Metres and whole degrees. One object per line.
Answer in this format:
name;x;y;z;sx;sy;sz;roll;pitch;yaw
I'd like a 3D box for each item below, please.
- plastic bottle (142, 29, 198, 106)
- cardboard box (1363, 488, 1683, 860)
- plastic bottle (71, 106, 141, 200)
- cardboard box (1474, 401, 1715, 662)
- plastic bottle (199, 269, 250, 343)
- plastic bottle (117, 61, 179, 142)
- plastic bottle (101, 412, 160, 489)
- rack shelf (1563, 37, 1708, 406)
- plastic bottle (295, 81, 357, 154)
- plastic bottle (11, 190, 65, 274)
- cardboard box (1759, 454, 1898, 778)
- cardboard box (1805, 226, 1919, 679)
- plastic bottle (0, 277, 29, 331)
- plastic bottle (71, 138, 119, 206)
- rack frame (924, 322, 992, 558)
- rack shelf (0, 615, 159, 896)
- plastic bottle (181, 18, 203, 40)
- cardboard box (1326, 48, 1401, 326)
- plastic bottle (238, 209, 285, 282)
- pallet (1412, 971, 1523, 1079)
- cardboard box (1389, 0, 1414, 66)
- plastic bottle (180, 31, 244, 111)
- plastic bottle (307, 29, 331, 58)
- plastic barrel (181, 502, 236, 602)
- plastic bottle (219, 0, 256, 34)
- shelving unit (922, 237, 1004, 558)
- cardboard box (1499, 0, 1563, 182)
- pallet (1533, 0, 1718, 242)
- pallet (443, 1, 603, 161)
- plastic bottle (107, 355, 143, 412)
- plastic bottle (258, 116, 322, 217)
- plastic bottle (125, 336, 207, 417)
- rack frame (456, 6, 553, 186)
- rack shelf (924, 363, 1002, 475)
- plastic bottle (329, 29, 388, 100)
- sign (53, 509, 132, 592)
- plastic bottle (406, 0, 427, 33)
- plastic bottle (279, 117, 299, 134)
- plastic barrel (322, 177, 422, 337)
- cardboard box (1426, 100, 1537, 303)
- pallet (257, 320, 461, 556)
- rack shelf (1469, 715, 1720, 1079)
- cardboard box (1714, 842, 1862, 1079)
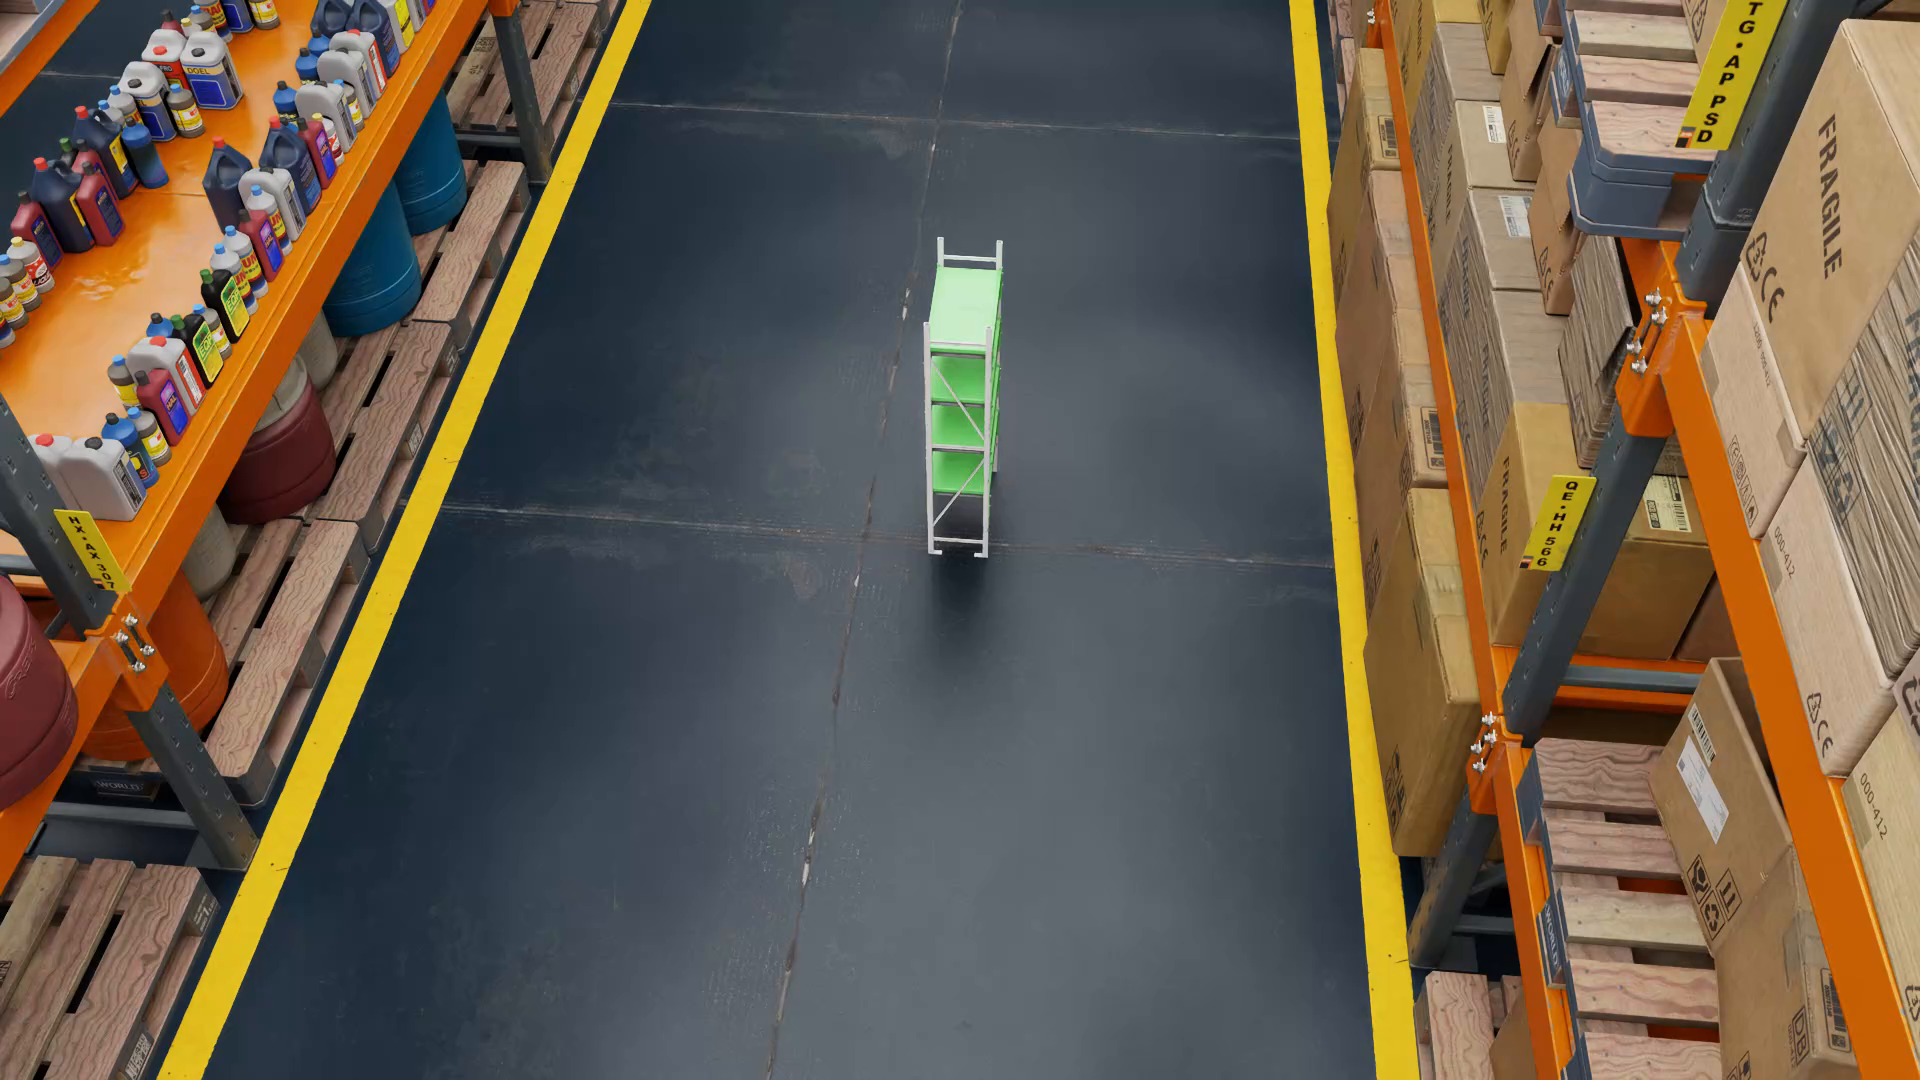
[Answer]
plastic bottle;-3.088;-1.847;6.517;0.152;0.276;0.135;4;48;4
cardboard box;2.069;0.458;5.480;1.225;0.875;0.875;2;48;2
plastic bottle;-3.146;-1.442;6.095;0.144;0.351;0.185;4;48;4
cardboard box;1.784;-0.025;4.698;0.500;0.500;0.500;5;48;5
plastic bottle;-2.465;-0.807;5.560;0.061;0.283;0.133;4;48;4
plastic bottle;-3.109;-1.677;6.361;0.152;0.276;0.135;4;48;4
plastic bottle;-2.548;-0.281;5.087;0.097;0.271;0.097;0;48;0
rack shelf;2.168;-1.851;4.891;1.077;0.370;4.000;4;48;4
plastic bottle;-2.409;-1.623;6.311;0.152;0.276;0.135;4;48;4
plastic bottle;-3.231;-1.071;5.802;0.061;0.283;0.133;4;48;4
cardboard box;1.642;0.132;2.691;0.500;0.250;0.500;5;48;4
cardboard box;1.637;-0.126;2.419;0.500;0.500;0.500;4;48;4
plastic bottle;-3.241;-0.814;5.623;0.097;0.201;0.097;0;48;0
plastic bottle;-3.141;-1.301;6.012;0.061;0.283;0.133;4;48;4
rack frame;-0.007;-0.347;6.280;0.240;1.200;0.015;4;48;4
rack shelf;-3.129;1.768;3.614;1.077;0.370;4.000;4;48;4
plastic bottle;-3.093;-2.007;6.714;0.097;0.201;0.097;0;48;0
cardboard box;2.312;-1.504;7.274;1.225;0.875;0.875;4;48;4
plastic bottle;-2.435;-1.048;5.780;0.061;0.283;0.133;4;48;4
pallet;1.913;1.904;4.892;1.003;0.211;1.213;4;48;4
cardboard box;2.059;-2.264;6.746;0.500;0.500;0.500;4;48;4
plastic bottle;-2.937;-1.837;6.507;0.152;0.276;0.135;4;48;4
plastic bottle;-2.501;-1.885;6.554;0.097;0.271;0.097;0;48;0
plastic barrel;-2.957;-0.028;6.171;0.421;0.512;0.421;0;48;0
plastic bottle;-3.037;-2.259;6.893;0.152;0.276;0.135;4;48;4
shelving unit;0.015;-0.527;6.444;0.258;1.200;0.503;4;48;4
cardboard box;2.185;-1.492;5.360;0.797;0.503;0.637;5;48;5
pallet;1.991;-1.037;3.787;1.213;0.211;1.003;6;48;5
pallet;-2.554;-2.486;8.907;1.003;0.211;1.213;4;48;4
plastic bottle;-2.669;-0.509;5.343;0.097;0.201;0.097;0;48;0
plastic bottle;-2.441;-1.361;6.021;0.144;0.351;0.185;4;48;4
plastic bottle;-2.543;-0.539;5.320;0.152;0.276;0.135;4;48;4
rack frame;-2.582;-2.884;7.381;1.000;3.000;0.127;4;48;4
rack shelf;0.015;-0.483;6.492;0.258;0.148;0.480;4;48;4
plastic bottle;-2.376;-1.892;6.558;0.152;0.276;0.135;4;48;4
sign;-2.398;0.032;4.603;0.100;0.325;0.005;4;48;4
plastic bottle;-2.330;-2.262;6.896;0.152;0.276;0.135;4;48;4
plastic bottle;-2.465;-1.440;6.147;0.097;0.271;0.097;0;48;0
plastic barrel;-2.713;-1.399;7.160;0.600;0.901;0.708;4;48;4
cardboard box;1.926;-1.146;5.724;0.500;0.500;0.500;5;48;4
pallet;-2.803;-0.480;7.072;1.003;0.211;1.213;4;48;4
rack shelf;1.803;2.101;3.309;1.077;0.370;4.000;4;48;4
cardboard box;2.025;1.029;3.449;0.700;0.500;0.500;10;48;9
